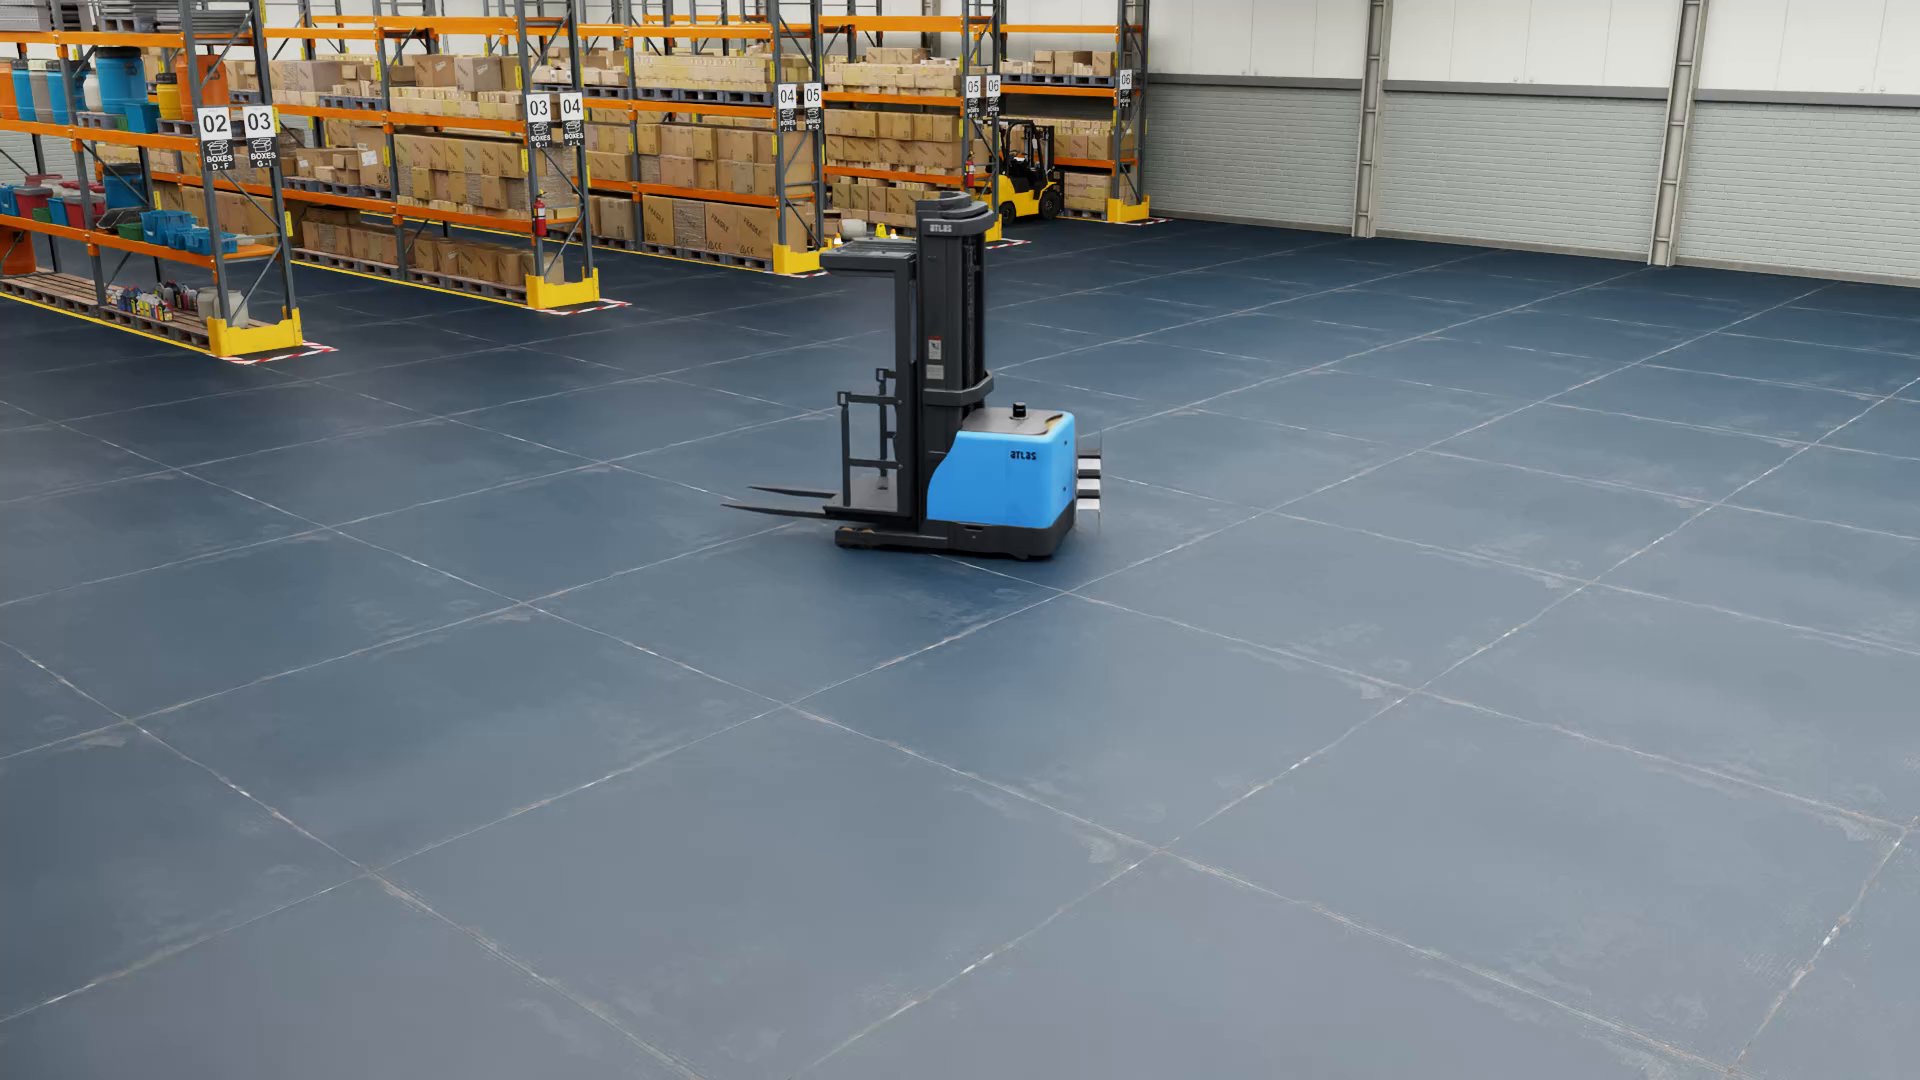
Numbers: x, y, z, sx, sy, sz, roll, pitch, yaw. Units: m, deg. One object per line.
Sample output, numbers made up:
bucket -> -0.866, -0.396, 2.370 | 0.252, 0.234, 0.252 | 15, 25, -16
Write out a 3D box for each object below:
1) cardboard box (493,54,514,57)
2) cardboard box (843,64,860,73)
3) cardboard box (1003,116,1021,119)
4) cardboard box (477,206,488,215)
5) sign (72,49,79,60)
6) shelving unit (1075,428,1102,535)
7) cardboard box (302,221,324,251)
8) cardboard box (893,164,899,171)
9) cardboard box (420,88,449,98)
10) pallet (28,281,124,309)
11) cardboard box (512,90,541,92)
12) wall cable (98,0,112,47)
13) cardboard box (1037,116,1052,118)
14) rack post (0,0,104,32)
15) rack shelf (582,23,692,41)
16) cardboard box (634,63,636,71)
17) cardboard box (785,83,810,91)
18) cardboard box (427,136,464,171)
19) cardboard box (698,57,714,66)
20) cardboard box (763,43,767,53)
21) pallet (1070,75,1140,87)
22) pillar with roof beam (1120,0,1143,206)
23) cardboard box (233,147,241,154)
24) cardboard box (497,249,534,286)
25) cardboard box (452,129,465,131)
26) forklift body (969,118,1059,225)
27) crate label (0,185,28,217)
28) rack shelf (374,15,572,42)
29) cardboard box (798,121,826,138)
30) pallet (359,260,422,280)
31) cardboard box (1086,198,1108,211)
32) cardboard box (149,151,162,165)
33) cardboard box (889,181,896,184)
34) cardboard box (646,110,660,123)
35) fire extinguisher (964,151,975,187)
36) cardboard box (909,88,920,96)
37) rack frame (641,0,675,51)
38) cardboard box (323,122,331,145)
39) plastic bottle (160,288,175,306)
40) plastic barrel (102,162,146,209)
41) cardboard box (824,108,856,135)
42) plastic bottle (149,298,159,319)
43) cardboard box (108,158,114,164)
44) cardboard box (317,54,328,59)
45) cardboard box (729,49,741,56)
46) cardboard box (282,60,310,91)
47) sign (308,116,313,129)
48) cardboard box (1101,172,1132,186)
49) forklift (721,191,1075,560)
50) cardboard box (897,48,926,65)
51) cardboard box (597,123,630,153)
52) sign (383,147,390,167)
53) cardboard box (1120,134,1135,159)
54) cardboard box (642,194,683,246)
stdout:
cardboard box -> -9.266, -9.714, 33.699 | 0.258, 0.266, 0.396 | 15, 23, 39
cardboard box -> -2.165, -9.638, 33.989 | 0.250, 0.149, 0.380 | 14, 22, 38
cardboard box -> 1.196, -9.596, 37.989 | 0.250, 0.149, 0.380 | 14, 23, 38
cardboard box -> -7.471, -5.279, 26.530 | 0.250, 0.149, 0.380 | 15, 23, 39
sign -> -18.515, -10.113, 34.812 | 0.005, 0.325, 0.100 | 15, 23, 39
shelving unit -> 1.122, -0.510, 14.560 | 0.210, 0.900, 0.258 | 1, 18, 2
cardboard box -> -11.645, -5.635, 30.643 | 0.500, 0.500, 0.700 | 14, 22, 36
cardboard box -> -1.150, -7.601, 33.847 | 0.250, 0.149, 0.380 | 15, 23, 39
cardboard box -> -8.483, -7.220, 26.862 | 0.250, 0.149, 0.380 | 16, 24, 41
pallet -> -13.985, -3.888, 26.342 | 1.213, 0.211, 1.003 | 15, 23, 39
cardboard box -> -6.785, -6.964, 26.055 | 0.250, 0.149, 0.380 | 16, 24, 41
wall cable -> -20.084, -14.661, 40.443 | 0.120, 5.999, 2.277 | 15, 23, 39
cardboard box -> 1.918, -9.610, 38.033 | 0.250, 0.149, 0.380 | 15, 23, 38
rack post -> -13.985, -8.154, 24.926 | 3.121, 1.000, 1.013 | 15, 23, 39
rack shelf -> -7.077, -11.717, 38.333 | 4.000, 0.370, 1.077 | 15, 23, 39
cardboard box -> -7.439, -10.912, 38.434 | 0.396, 0.266, 0.258 | -16, 24, -41
cardboard box -> -2.851, -7.942, 29.103 | 0.250, 0.149, 0.380 | 15, 23, 40
cardboard box -> -8.251, -6.262, 26.901 | 0.500, 0.500, 0.500 | 15, 23, 39
cardboard box -> -4.426, -8.478, 29.473 | 0.250, 0.149, 0.380 | 15, 23, 40
cardboard box -> -5.006, -12.767, 43.131 | 0.258, 0.266, 0.396 | 15, 23, 38
pallet -> 3.183, -10.042, 36.311 | 1.213, 0.211, 1.003 | 15, 23, 39
pillar with roof beam -> 0.914, -10.736, 33.392 | 0.400, 9.000, 9.100 | 15, 23, 39
cardboard box -> -13.687, -7.688, 31.882 | 0.637, 0.503, 0.797 | 16, 24, 41
cardboard box -> -7.101, -4.391, 26.755 | 0.500, 0.500, 0.500 | -11, 21, -31
cardboard box -> -10.763, -8.821, 36.013 | 0.250, 0.149, 0.380 | 15, 23, 39
forklift body -> 1.065, -8.070, 36.313 | 1.214, 2.155, 2.313 | 15, 23, 39
crate label -> -14.883, -5.383, 26.383 | 0.616, 0.435, 0.502 | 15, 23, 39
rack shelf -> -7.671, -8.057, 26.147 | 4.000, 0.370, 1.077 | 15, 23, 39
cardboard box -> -3.087, -8.617, 35.280 | 0.500, 0.500, 0.500 | 15, 23, 38
pallet -> -9.750, -4.771, 29.124 | 1.213, 0.211, 1.003 | 15, 23, 39
cardboard box -> 3.133, -7.419, 36.710 | 0.500, 0.250, 0.500 | 15, 23, 40
cardboard box -> -16.044, -7.753, 33.667 | 0.500, 0.250, 0.500 | 16, 24, 41
cardboard box -> -1.587, -7.273, 35.010 | 0.500, 0.500, 0.500 | 16, 23, 40
cardboard box -> -6.898, -9.760, 38.418 | 0.500, 0.500, 0.500 | 15, 23, 39
fire extinguisher -> 0.182, -7.219, 32.355 | 0.183, 0.674, 0.296 | 15, 23, 39
cardboard box -> -0.797, -8.910, 33.013 | 0.250, 0.149, 0.380 | 15, 23, 39
rack frame -> -8.273, -14.579, 45.501 | 0.127, 3.000, 1.000 | 15, 23, 39
cardboard box -> -14.622, -9.492, 38.733 | 0.500, 0.500, 0.500 | 16, 24, 42
plastic bottle -> -11.718, -3.594, 24.580 | 0.135, 0.276, 0.152 | 15, 23, 39
plastic barrel -> -12.543, -5.208, 25.064 | 0.708, 0.901, 0.600 | 15, 23, 39
cardboard box -> -2.404, -8.715, 34.631 | 0.500, 0.500, 0.700 | 15, 23, 39
plastic bottle -> -11.402, -3.286, 23.610 | 0.135, 0.276, 0.152 | 14, 22, 38
cardboard box -> -17.711, -7.985, 35.057 | 0.250, 0.149, 0.380 | 14, 23, 38
cardboard box -> -14.505, -11.070, 38.166 | 0.250, 0.149, 0.380 | 16, 24, 41
cardboard box -> -5.818, -12.701, 43.473 | 0.500, 0.250, 0.500 | 15, 23, 39
cardboard box -> -11.601, -8.208, 29.392 | 0.500, 0.500, 0.500 | 15, 23, 40
sign -> -15.135, -9.745, 38.756 | 0.005, 0.325, 0.100 | 15, 23, 39
cardboard box -> 3.461, -8.012, 36.925 | 0.500, 0.250, 0.500 | 15, 23, 38
forklift -> -0.571, -1.468, 14.219 | 3.031, 2.935, 1.130 | 5, 18, 15
cardboard box -> -1.148, -11.433, 39.523 | 0.500, 0.500, 0.500 | 16, 23, 41
cardboard box -> -6.561, -7.771, 32.150 | 0.500, 0.500, 0.700 | 15, 23, 38
sign -> -9.533, -6.370, 27.637 | 0.005, 0.325, 0.100 | 15, 23, 39
cardboard box -> 3.508, -8.717, 36.782 | 0.500, 0.500, 0.500 | 16, 24, 41
cardboard box -> -5.375, -6.091, 31.492 | 0.875, 0.875, 0.875 | 15, 23, 40
